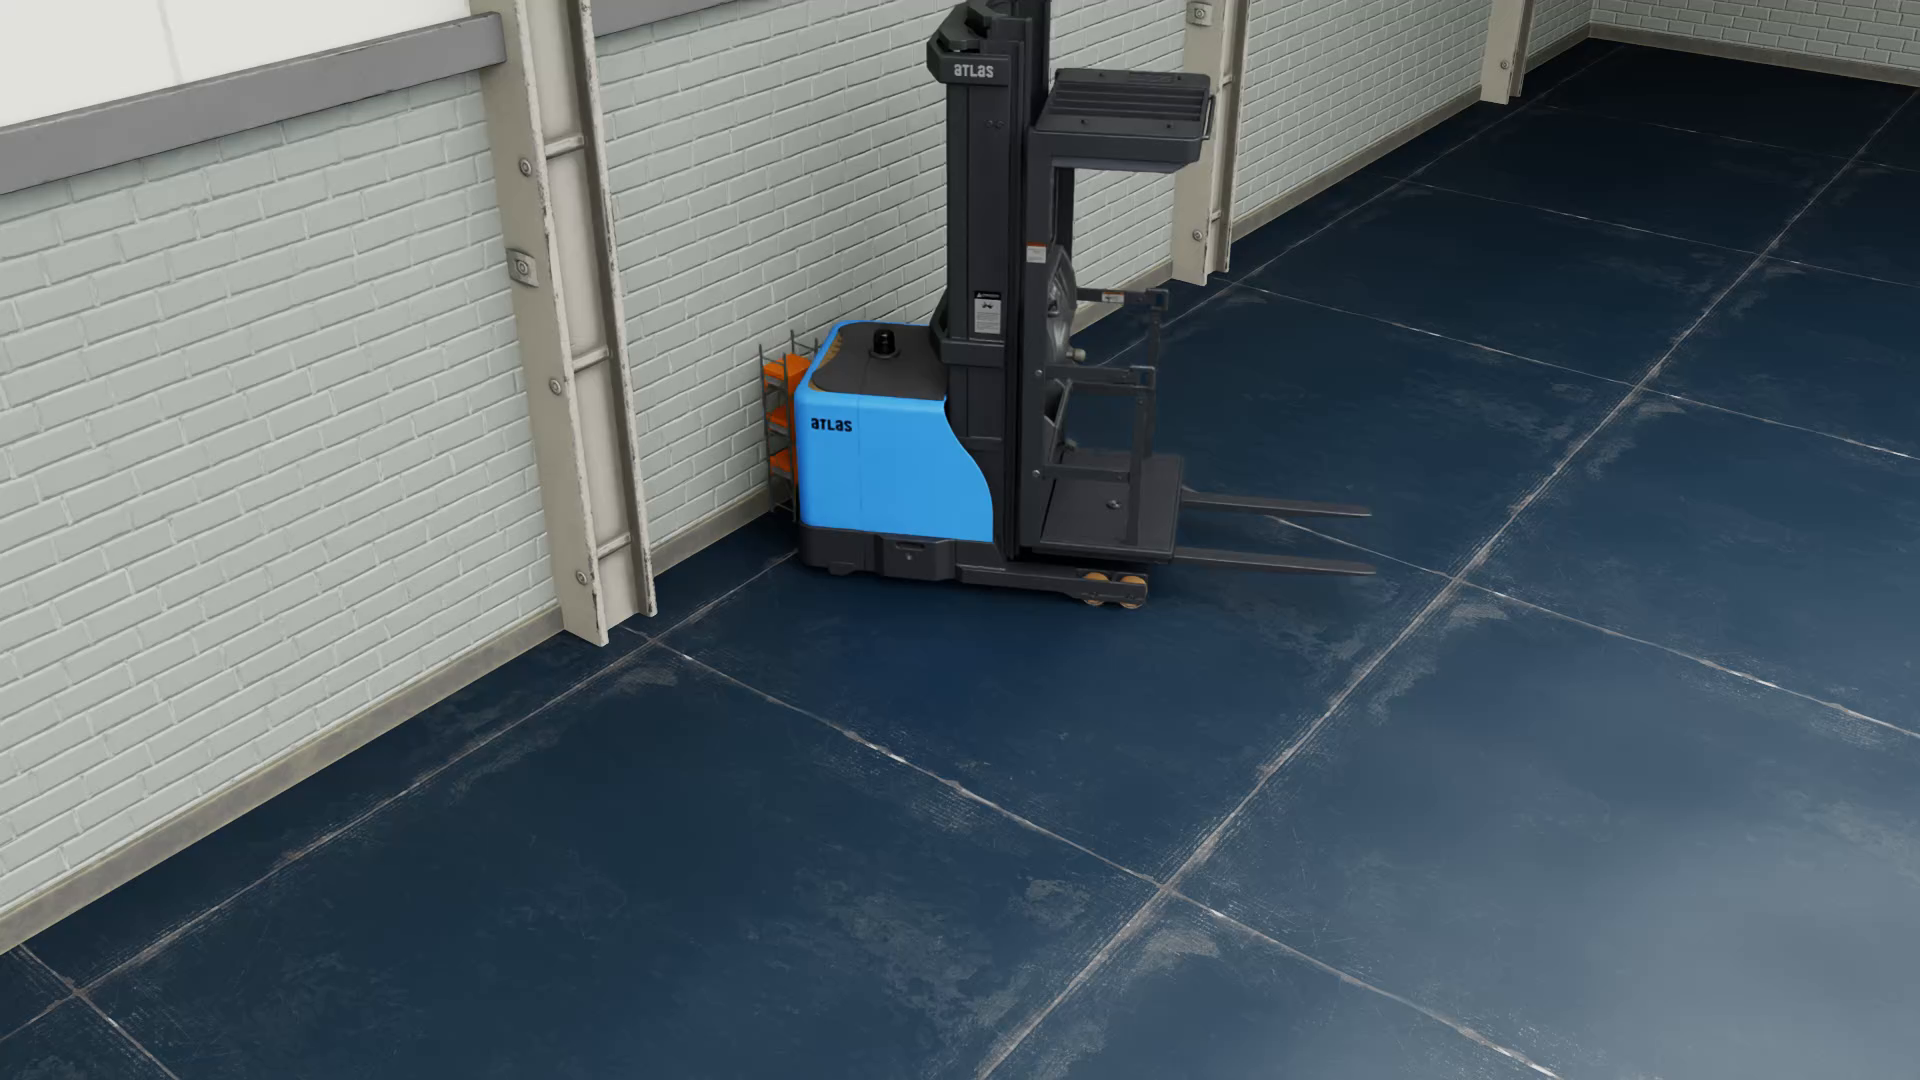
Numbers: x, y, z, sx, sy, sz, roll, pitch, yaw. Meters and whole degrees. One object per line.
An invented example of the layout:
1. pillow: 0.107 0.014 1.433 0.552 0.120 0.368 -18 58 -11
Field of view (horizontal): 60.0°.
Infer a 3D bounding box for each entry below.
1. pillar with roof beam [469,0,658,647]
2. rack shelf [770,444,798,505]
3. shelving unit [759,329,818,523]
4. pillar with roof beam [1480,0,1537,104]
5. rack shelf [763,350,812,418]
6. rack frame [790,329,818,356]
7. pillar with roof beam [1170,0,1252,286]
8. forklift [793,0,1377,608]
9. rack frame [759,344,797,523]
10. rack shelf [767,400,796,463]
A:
1. pillar with roof beam: 1.628 -2.137 4.030 9.100 9.000 0.400 21 37 31
2. rack shelf: -0.926 -0.379 9.421 0.215 0.259 0.240 23 38 33
3. shelving unit: -0.928 -0.626 9.272 0.215 1.050 0.252 23 38 33
4. pillar with roof beam: 8.872 -7.015 12.260 9.100 9.000 0.400 21 37 31
5. rack shelf: -0.929 -0.859 9.131 0.215 0.259 0.240 23 38 33
6. rack frame: -0.850 -0.675 9.352 0.200 1.050 0.008 23 38 33
7. pillar with roof beam: 5.250 -4.576 8.145 9.100 9.000 0.400 21 37 31
8. forklift: 0.702 -1.199 8.398 3.031 2.935 1.130 5 31 8
9. rack frame: -1.005 -0.577 9.192 0.200 1.050 0.008 23 38 33
10. rack shelf: -0.928 -0.617 9.277 0.215 0.259 0.240 23 38 33
